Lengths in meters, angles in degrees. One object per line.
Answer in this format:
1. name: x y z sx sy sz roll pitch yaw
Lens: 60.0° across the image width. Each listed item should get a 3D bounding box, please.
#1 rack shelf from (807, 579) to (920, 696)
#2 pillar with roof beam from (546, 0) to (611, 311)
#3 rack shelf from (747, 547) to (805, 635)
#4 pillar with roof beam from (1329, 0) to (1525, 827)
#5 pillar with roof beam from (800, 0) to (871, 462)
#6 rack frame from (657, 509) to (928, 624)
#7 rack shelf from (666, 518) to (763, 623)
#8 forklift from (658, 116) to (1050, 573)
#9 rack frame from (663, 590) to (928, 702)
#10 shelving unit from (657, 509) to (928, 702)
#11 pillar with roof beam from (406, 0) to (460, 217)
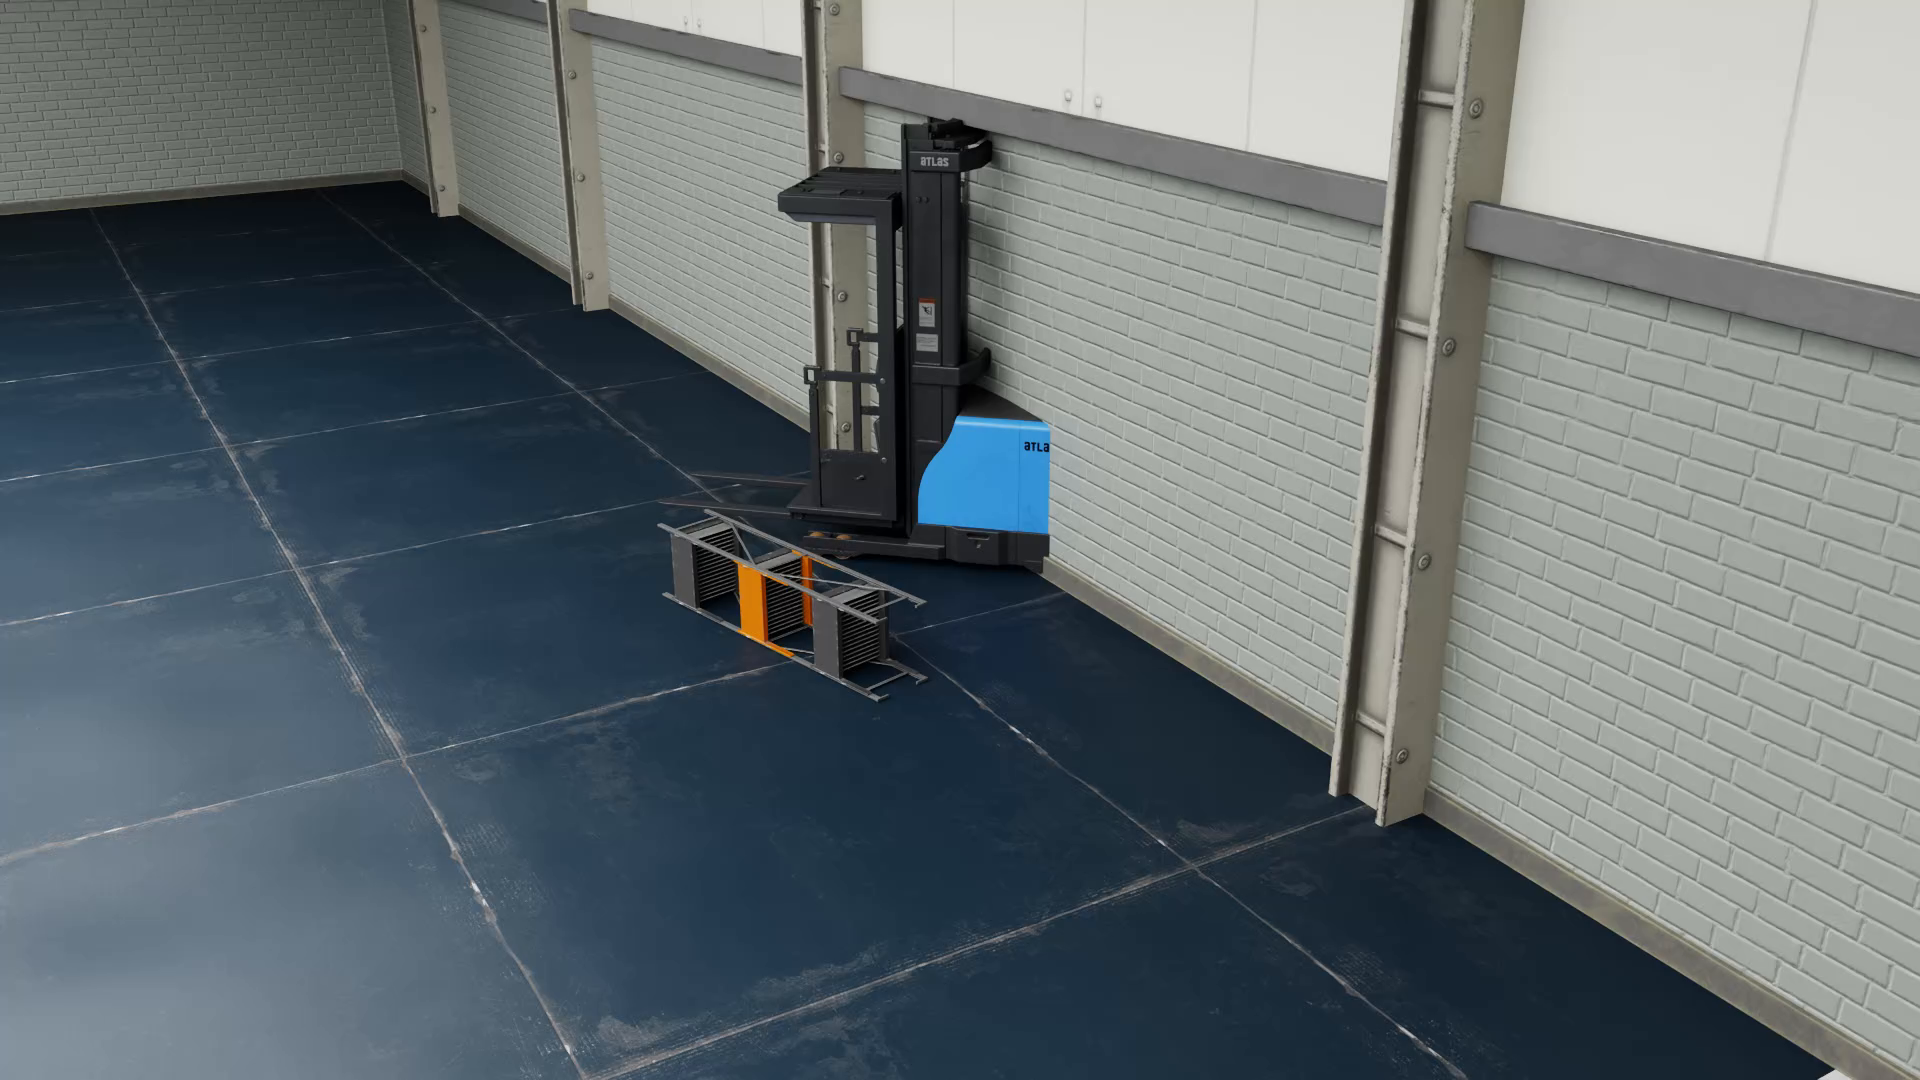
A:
1. rack shelf: -0.565 0.551 9.770 0.431 0.480 0.518 -20 30 -41
2. pillar with roof beam: -7.694 -5.887 14.344 9.100 9.000 0.400 -13 25 -28
3. rack shelf: -1.154 0.327 10.321 0.368 0.457 0.174 -20 30 -41
4. pillar with roof beam: -1.565 -2.002 4.787 9.100 9.000 0.400 -13 25 -28
5. pillar with roof beam: -4.629 -3.945 9.566 9.100 9.000 0.400 -13 25 -28
6. rack frame: -1.067 0.134 10.148 0.400 0.015 2.100 -20 30 -41
7. rack shelf: -1.550 0.176 10.692 0.431 0.480 0.518 -20 30 -41
8. forklift: -0.607 -1.412 11.392 3.031 2.935 1.130 5 23 12
9. rack frame: -1.067 0.586 10.332 0.400 0.015 2.100 -20 30 -41
10. shelving unit: -1.067 0.360 10.240 0.431 0.503 2.100 -20 30 -41
11. pillar with roof beam: -10.759 -7.829 19.123 9.100 9.000 0.400 -13 25 -28
